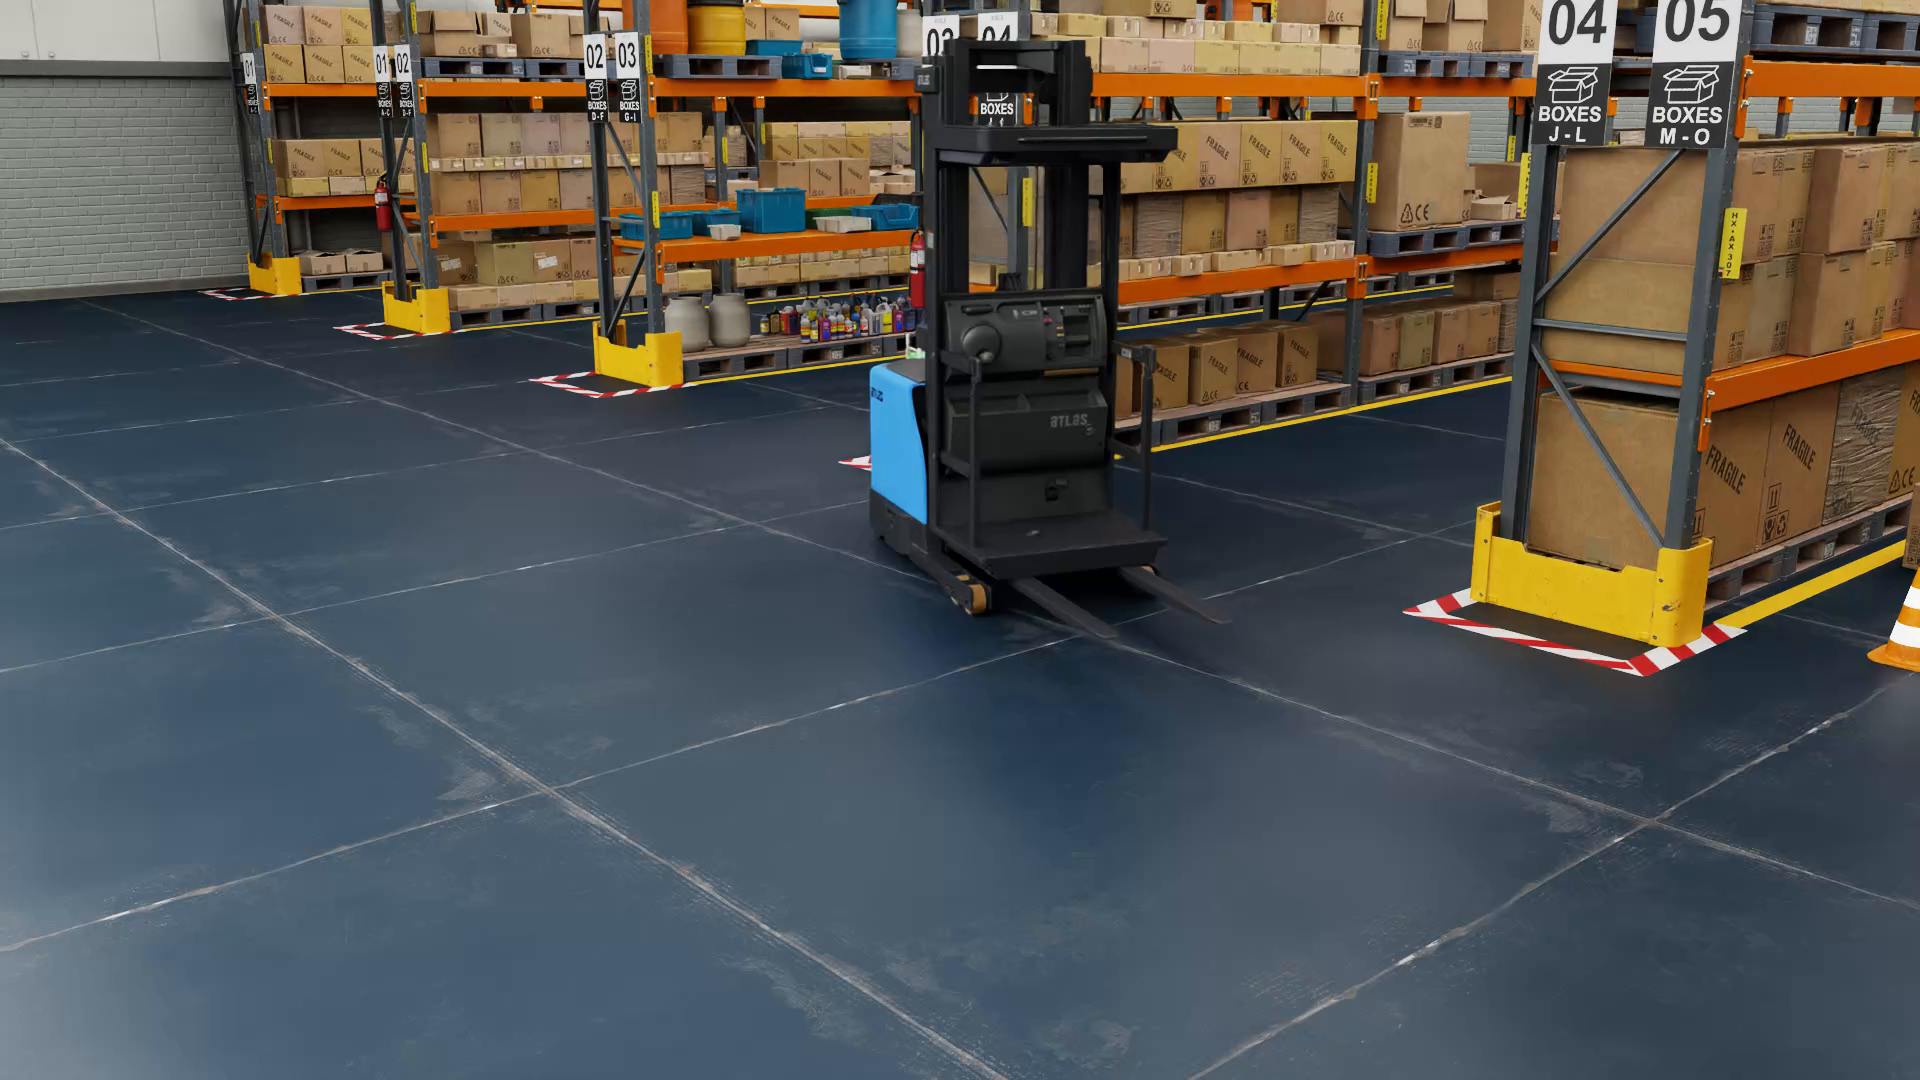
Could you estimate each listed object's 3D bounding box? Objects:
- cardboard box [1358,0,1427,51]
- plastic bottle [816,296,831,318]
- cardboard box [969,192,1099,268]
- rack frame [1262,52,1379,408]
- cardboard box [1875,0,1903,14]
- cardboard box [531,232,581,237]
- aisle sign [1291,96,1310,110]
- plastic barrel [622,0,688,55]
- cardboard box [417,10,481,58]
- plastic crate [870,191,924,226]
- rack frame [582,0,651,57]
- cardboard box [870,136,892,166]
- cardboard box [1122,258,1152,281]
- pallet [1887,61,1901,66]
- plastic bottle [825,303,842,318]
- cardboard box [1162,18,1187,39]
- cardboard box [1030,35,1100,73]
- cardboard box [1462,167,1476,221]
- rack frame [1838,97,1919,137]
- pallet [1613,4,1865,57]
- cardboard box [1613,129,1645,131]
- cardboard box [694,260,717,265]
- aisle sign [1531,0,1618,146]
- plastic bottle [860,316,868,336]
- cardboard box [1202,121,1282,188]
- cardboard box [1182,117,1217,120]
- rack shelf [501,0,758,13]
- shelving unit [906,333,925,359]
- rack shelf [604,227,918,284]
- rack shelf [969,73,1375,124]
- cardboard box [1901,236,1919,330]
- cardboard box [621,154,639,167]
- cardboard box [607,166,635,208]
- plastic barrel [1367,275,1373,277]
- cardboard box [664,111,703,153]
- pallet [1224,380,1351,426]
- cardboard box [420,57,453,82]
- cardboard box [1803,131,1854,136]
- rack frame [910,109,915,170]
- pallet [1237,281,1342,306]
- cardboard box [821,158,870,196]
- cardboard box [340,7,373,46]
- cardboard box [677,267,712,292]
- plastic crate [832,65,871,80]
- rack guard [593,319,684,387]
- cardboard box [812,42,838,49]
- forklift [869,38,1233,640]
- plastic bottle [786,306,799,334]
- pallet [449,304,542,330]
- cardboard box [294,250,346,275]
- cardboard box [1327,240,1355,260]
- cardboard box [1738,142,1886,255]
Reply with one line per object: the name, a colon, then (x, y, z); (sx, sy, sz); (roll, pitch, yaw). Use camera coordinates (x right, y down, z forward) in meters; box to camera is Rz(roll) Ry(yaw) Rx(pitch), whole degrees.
cardboard box: (3.544, -4.476, 14.368); (0.637, 0.503, 0.797); (-14, 20, -42)
plastic bottle: (-1.471, -2.451, 17.893); (0.185, 0.351, 0.144); (-13, 20, -40)
cardboard box: (0.540, -2.316, 12.337); (0.500, 0.500, 0.875); (-13, 19, -39)
rack frame: (3.124, -2.714, 14.597); (0.127, 3.000, 1.000); (-13, 19, -39)
cardboard box: (4.708, -2.842, 8.743); (0.250, 0.149, 0.380); (-13, 20, -40)
cardboard box: (-5.061, -3.607, 21.004); (0.500, 0.500, 0.500); (-13, 19, -39)
aisle sign: (5.929, -7.884, 28.914); (0.004, 0.787, 0.394); (-13, 19, -39)
plastic barrel: (-2.861, -4.967, 15.574); (0.708, 0.830, 0.600); (-13, 19, -39)
cardboard box: (-5.957, -5.831, 19.171); (0.637, 0.503, 0.797); (-11, 18, -36)
plastic crate: (-0.605, -3.584, 17.975); (0.504, 0.338, 0.767); (-13, 19, -39)
rack frame: (-3.145, -5.899, 14.895); (0.127, 3.000, 1.000); (-13, 19, -39)
cardboard box: (-1.541, -6.864, 29.327); (0.500, 0.500, 0.500); (-13, 19, -39)
cardboard box: (1.246, -2.082, 12.718); (0.250, 0.149, 0.380); (-13, 19, -39)
pallet: (11.624, -6.025, 21.353); (1.213, 0.211, 1.003); (-13, 19, -39)
plastic bottle: (-1.355, -2.390, 17.810); (0.135, 0.276, 0.152); (-13, 19, -39)
cardboard box: (1.470, -3.821, 12.447); (0.250, 0.149, 0.380); (-14, 20, -42)
cardboard box: (0.640, -3.444, 11.809); (0.500, 0.250, 0.500); (-12, 19, -38)
cardboard box: (4.371, -3.278, 15.696); (0.637, 0.503, 0.797); (-10, 18, -34)
rack frame: (12.177, -4.746, 22.207); (0.127, 3.000, 1.000); (-13, 19, -39)
pallet: (3.839, -2.587, 8.483); (1.213, 0.211, 1.003); (-13, 19, -39)
cardboard box: (7.197, -4.155, 17.854); (0.637, 0.503, 0.797); (-12, 19, -38)
cardboard box: (-3.258, -3.913, 22.513); (0.500, 0.311, 0.500); (-13, 19, -39)
aisle sign: (3.036, -2.356, 8.219); (0.004, 0.787, 0.394); (-13, 19, -39)
plastic bottle: (-1.008, -2.234, 17.371); (0.097, 0.201, 0.097); (0, 15, 0)
cardboard box: (2.211, -3.089, 13.296); (0.500, 0.500, 0.500); (-13, 19, -39)
cardboard box: (3.976, -6.729, 27.498); (0.500, 0.500, 0.500); (-13, 20, -41)
rack shelf: (-5.122, -8.303, 26.066); (4.000, 0.370, 1.077); (-13, 19, -39)
shelving unit: (-0.062, -0.714, 10.598); (0.503, 1.200, 0.258); (-6, 16, -20)
rack shelf: (-1.636, -2.991, 17.031); (4.000, 0.370, 1.077); (-13, 19, -39)
rack shelf: (1.616, -3.476, 13.034); (4.000, 0.370, 1.077); (-13, 19, -39)
cardboard box: (5.633, -1.641, 10.290); (0.550, 0.550, 0.875); (-13, 19, -39)
cardboard box: (-4.209, -4.745, 20.750); (0.250, 0.149, 0.380); (-13, 20, -40)
cardboard box: (-4.481, -4.440, 20.865); (0.500, 0.500, 0.700); (-12, 19, -39)
plastic barrel: (5.486, -4.133, 23.164); (0.708, 0.901, 0.600); (-13, 19, -39)
cardboard box: (-3.706, -5.241, 21.353); (0.500, 0.500, 0.700); (-13, 19, -39)
pallet: (2.641, -1.246, 14.505); (1.213, 0.211, 1.003); (-13, 19, -39)
cardboard box: (-7.632, -6.796, 23.833); (0.500, 0.500, 0.500); (-14, 20, -41)
cardboard box: (11.260, -5.067, 21.666); (0.500, 0.500, 0.500); (-13, 20, -41)
rack frame: (-0.358, -5.320, 24.356); (0.127, 3.000, 1.000); (-13, 19, -39)
pallet: (4.378, -3.355, 22.403); (1.213, 0.211, 1.003); (-13, 19, -39)
cardboard box: (-1.613, -5.081, 23.267); (0.500, 0.500, 0.500); (-14, 20, -42)
cardboard box: (-8.407, -7.101, 23.040); (0.500, 0.500, 0.500); (-12, 19, -38)
cardboard box: (-3.582, -3.396, 21.666); (0.500, 0.250, 0.500); (-13, 19, -39)
plastic crate: (-1.072, -4.649, 16.541); (0.396, 0.136, 0.243); (-13, 19, -39)
rack guard: (-3.118, -1.815, 16.075); (0.348, 0.500, 1.175); (-13, 19, -39)
cardboard box: (-2.494, -8.279, 28.572); (0.500, 0.500, 0.700); (-11, 19, -37)
forklift: (0.442, -1.141, 8.840); (1.130, 2.935, 3.031); (-6, 16, -20)
plastic bottle: (-1.768, -2.314, 17.510); (0.133, 0.283, 0.061); (-13, 19, -39)
pallet: (-5.844, -2.756, 20.157); (1.213, 0.211, 1.003); (-13, 19, -39)
cardboard box: (-9.067, -3.942, 23.553); (0.500, 0.311, 0.500); (13, 20, 41)
cardboard box: (3.155, -2.499, 14.278); (0.250, 0.149, 0.380); (-13, 19, -39)
cardboard box: (4.458, -1.882, 9.101); (0.550, 0.550, 0.875); (-13, 19, -39)
